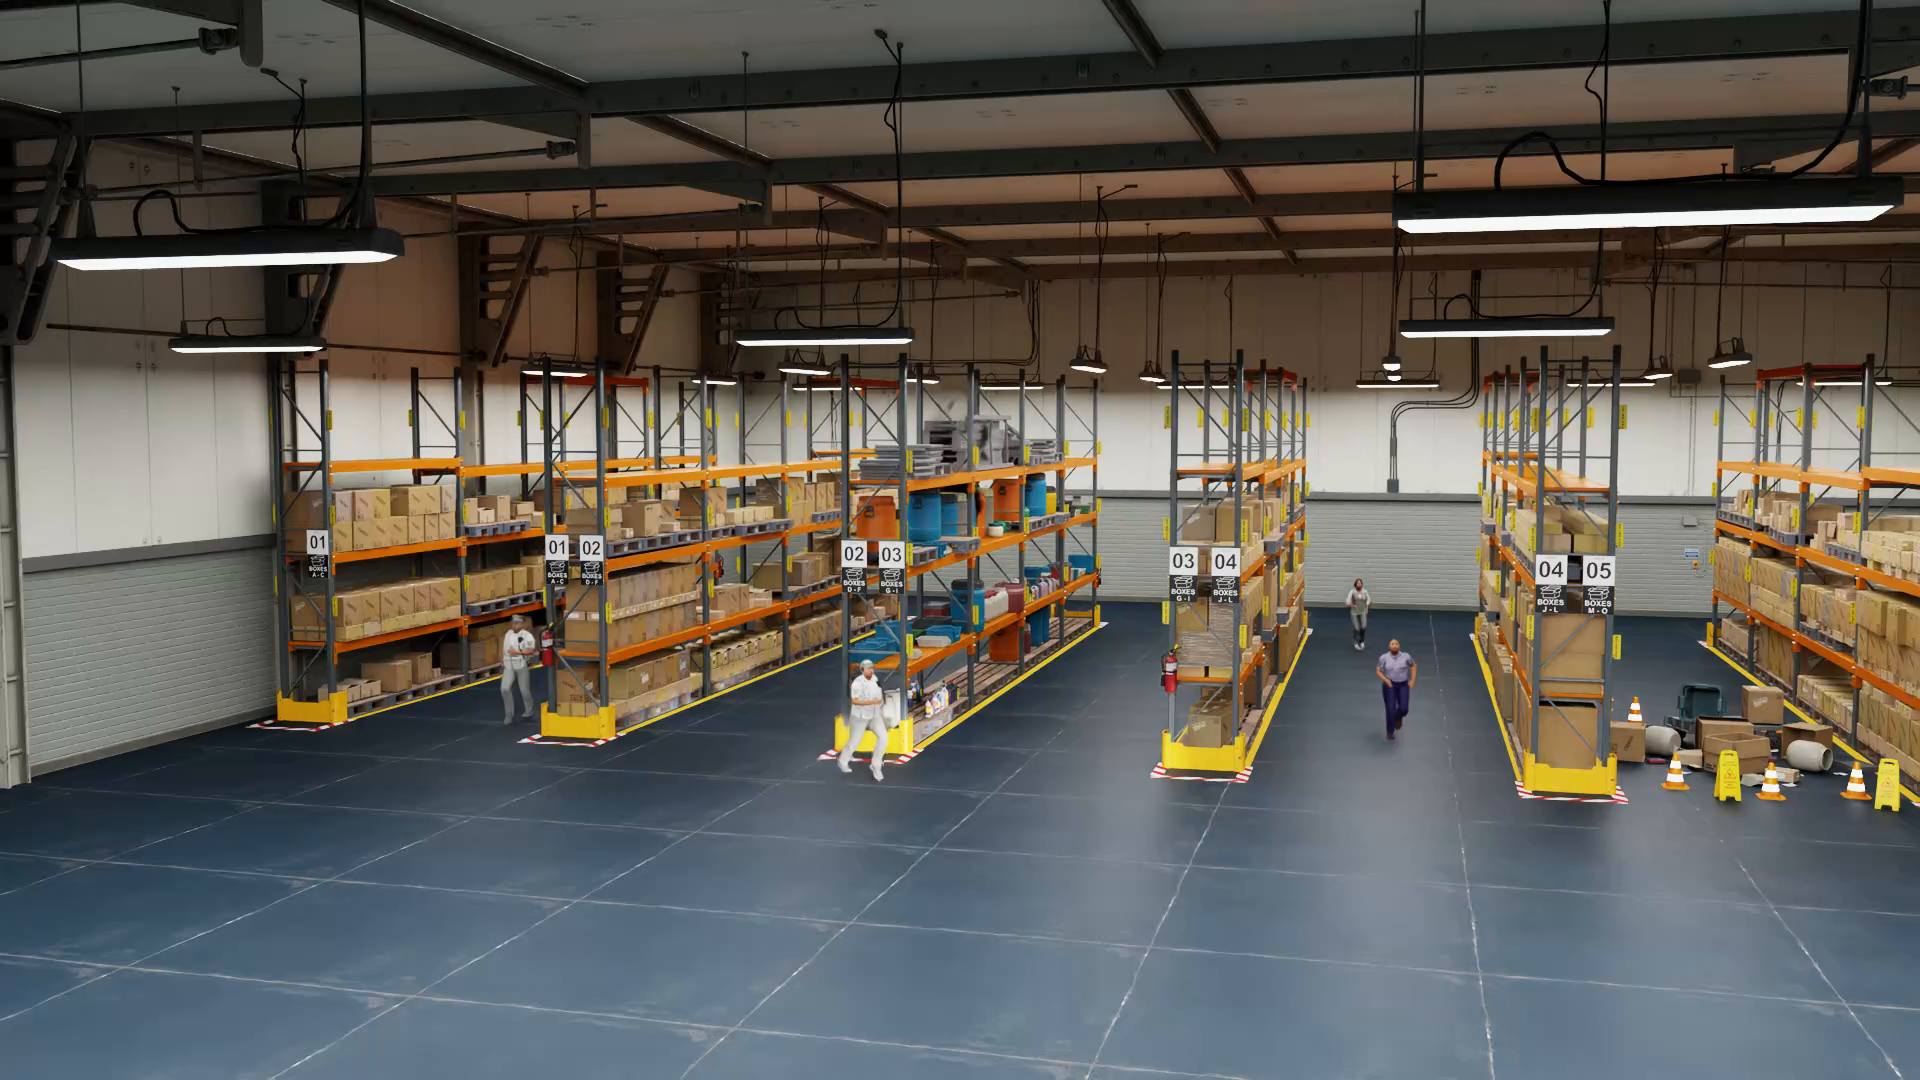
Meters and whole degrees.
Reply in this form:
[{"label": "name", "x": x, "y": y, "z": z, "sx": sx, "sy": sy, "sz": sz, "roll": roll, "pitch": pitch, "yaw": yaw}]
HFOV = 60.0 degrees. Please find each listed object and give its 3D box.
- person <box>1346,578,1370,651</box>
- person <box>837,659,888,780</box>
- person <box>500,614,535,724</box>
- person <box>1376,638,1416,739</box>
[{"label": "person", "x": 8.647, "y": 1.618, "z": 36.089, "sx": 0.535, "sy": 1.580, "sz": 0.617, "roll": 0, "pitch": 4, "yaw": 7}, {"label": "person", "x": -1.323, "y": 2.509, "z": 23.293, "sx": 0.612, "sy": 1.708, "sz": 0.869, "roll": -3, "pitch": 5, "yaw": -40}, {"label": "person", "x": -7.352, "y": 2.144, "z": 27.604, "sx": 0.631, "sy": 1.850, "sz": 0.768, "roll": 1, "pitch": 4, "yaw": 8}, {"label": "person", "x": 6.844, "y": 2.335, "z": 26.078, "sx": 0.625, "sy": 1.605, "sz": 0.588, "roll": 1, "pitch": 4, "yaw": 9}]
